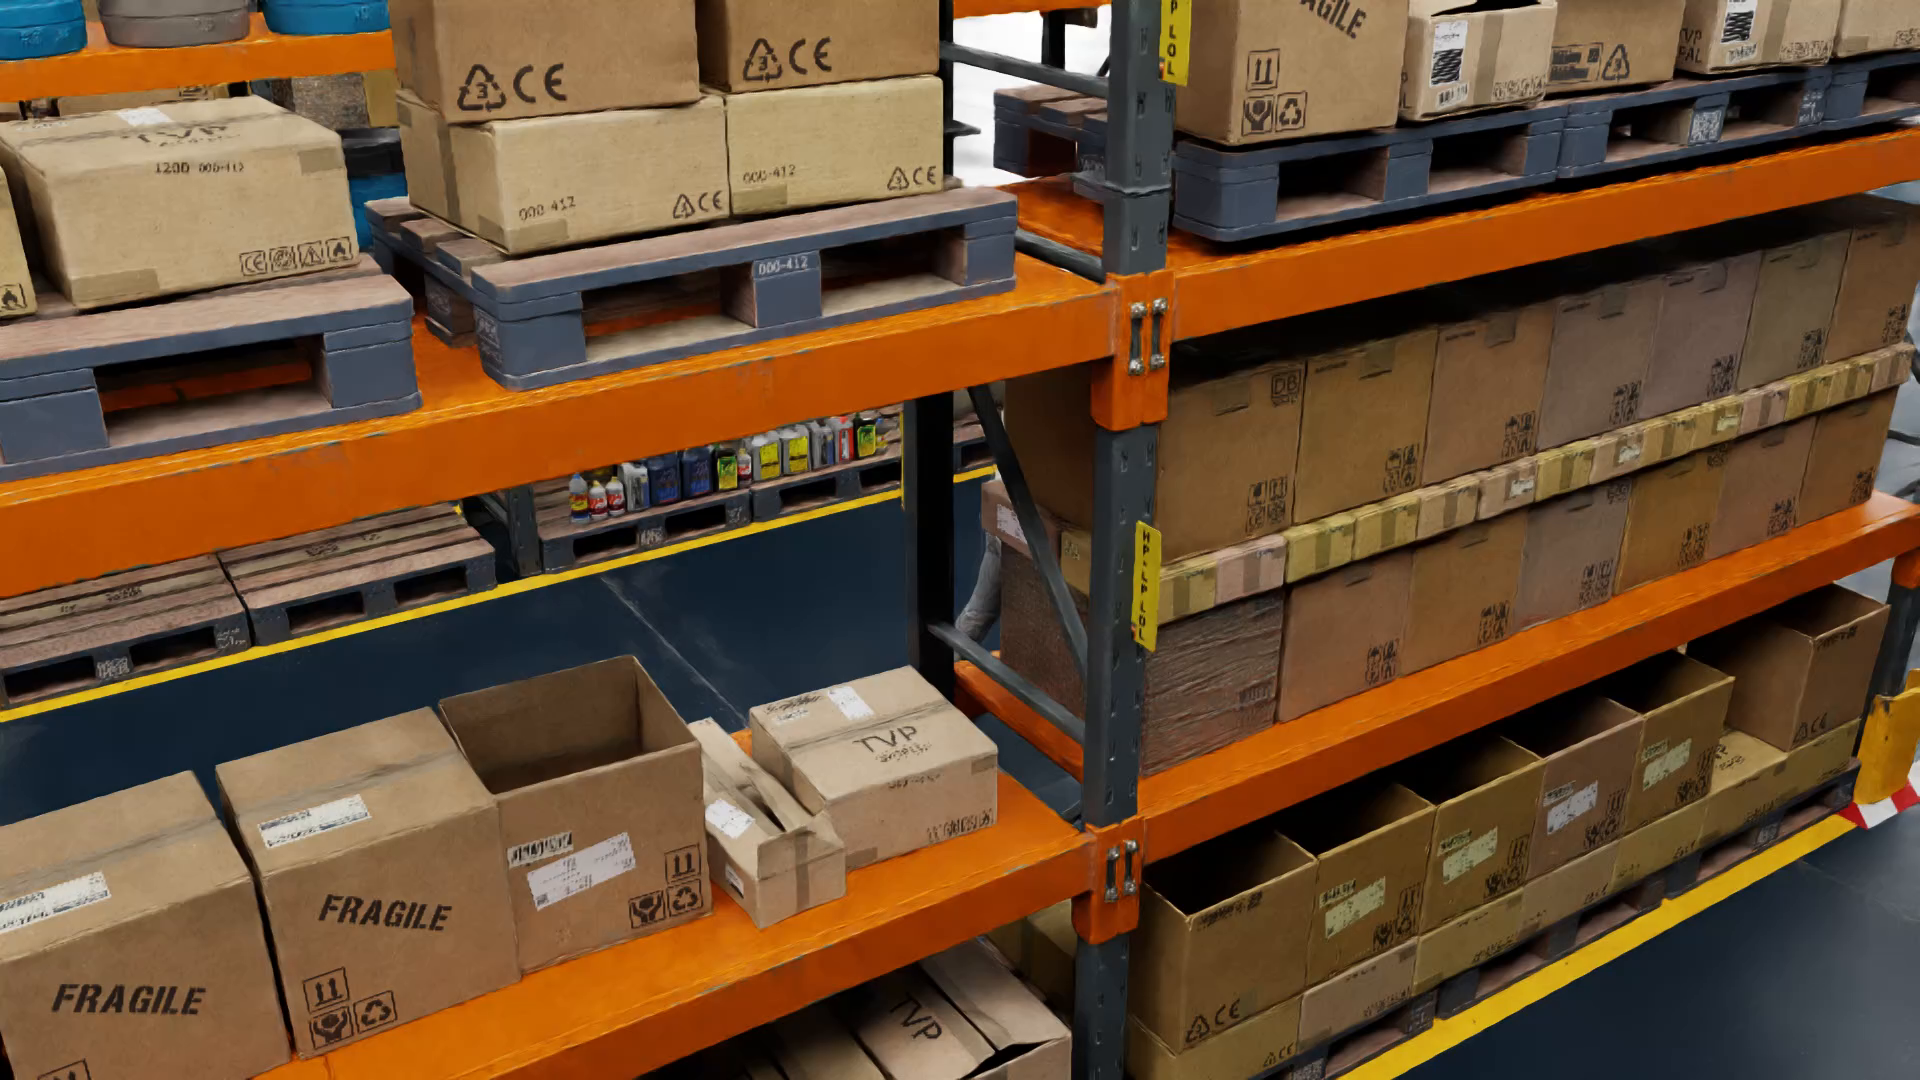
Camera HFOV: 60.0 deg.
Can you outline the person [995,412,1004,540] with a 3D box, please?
[{"bbox_3d":[0.340,-0.046,7.211,0.925,1.741,0.474,-4,25,-9],"label":"person"}]
